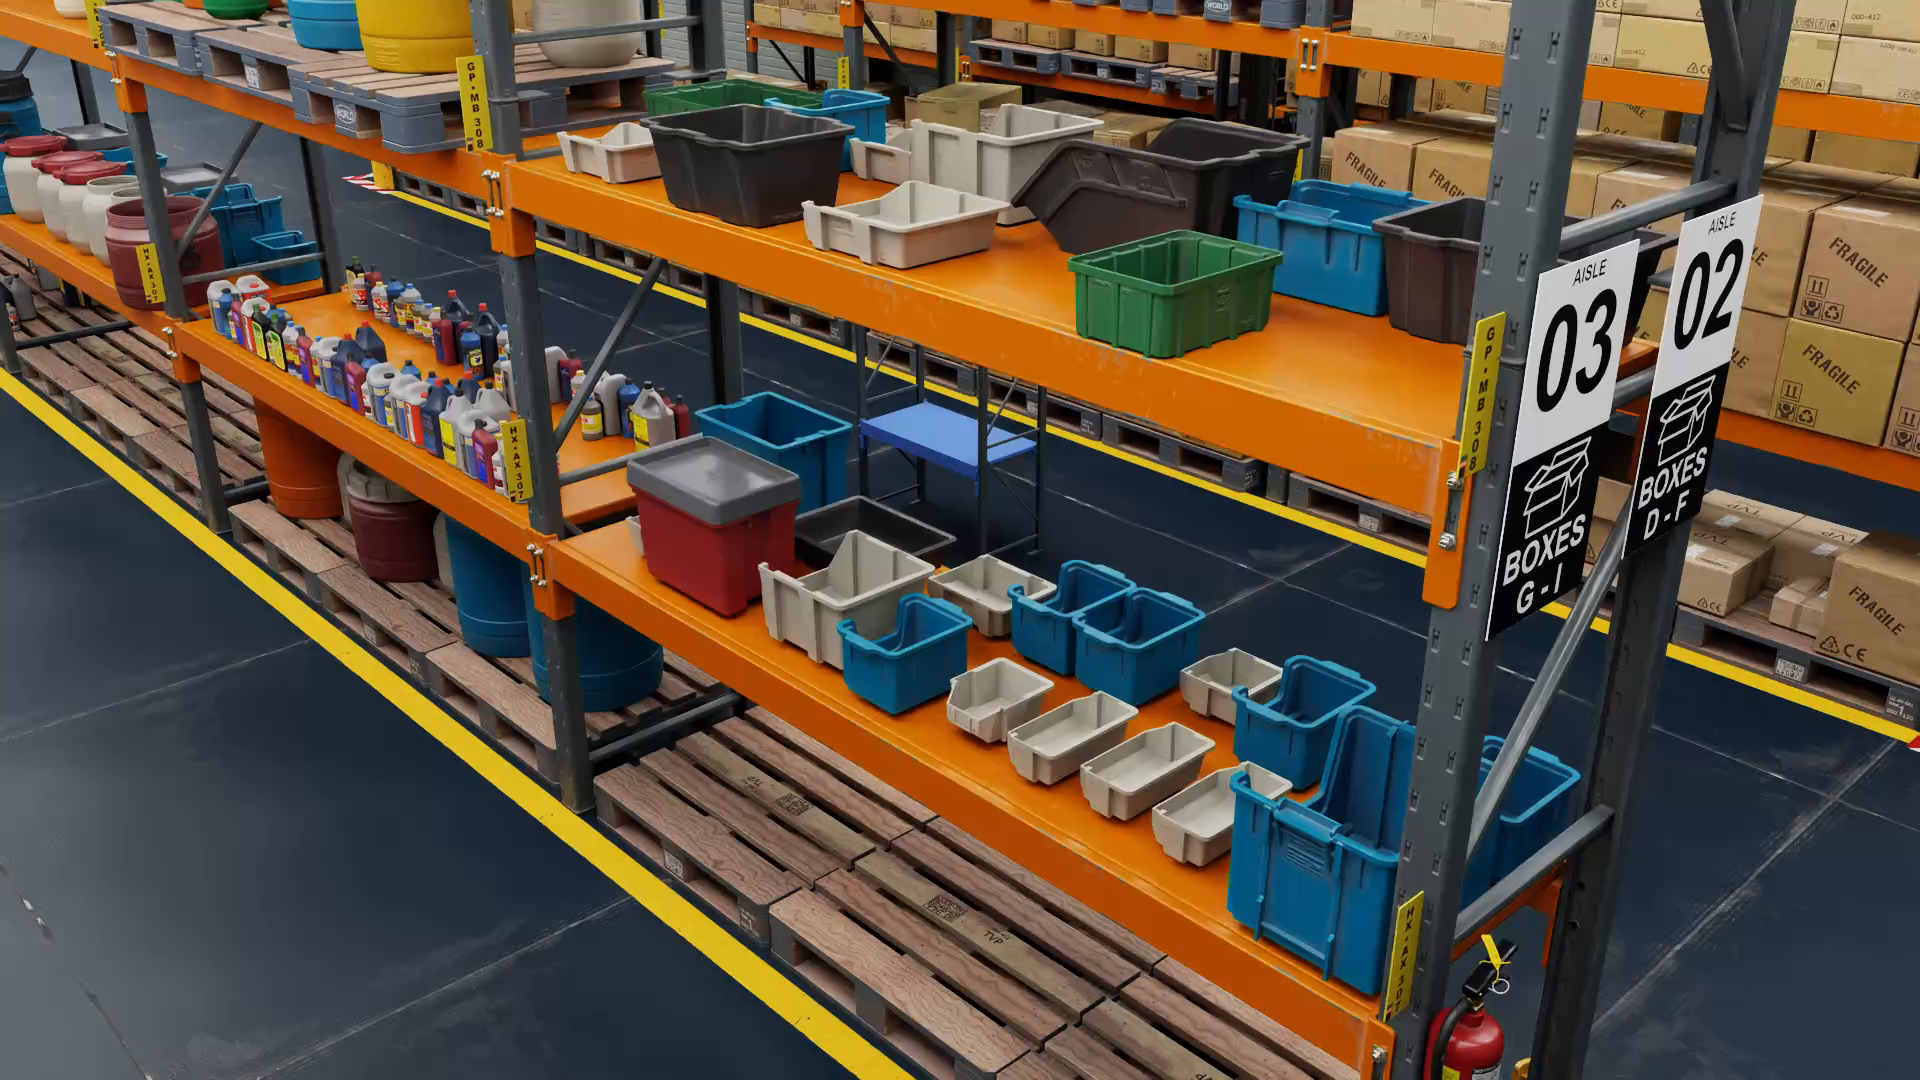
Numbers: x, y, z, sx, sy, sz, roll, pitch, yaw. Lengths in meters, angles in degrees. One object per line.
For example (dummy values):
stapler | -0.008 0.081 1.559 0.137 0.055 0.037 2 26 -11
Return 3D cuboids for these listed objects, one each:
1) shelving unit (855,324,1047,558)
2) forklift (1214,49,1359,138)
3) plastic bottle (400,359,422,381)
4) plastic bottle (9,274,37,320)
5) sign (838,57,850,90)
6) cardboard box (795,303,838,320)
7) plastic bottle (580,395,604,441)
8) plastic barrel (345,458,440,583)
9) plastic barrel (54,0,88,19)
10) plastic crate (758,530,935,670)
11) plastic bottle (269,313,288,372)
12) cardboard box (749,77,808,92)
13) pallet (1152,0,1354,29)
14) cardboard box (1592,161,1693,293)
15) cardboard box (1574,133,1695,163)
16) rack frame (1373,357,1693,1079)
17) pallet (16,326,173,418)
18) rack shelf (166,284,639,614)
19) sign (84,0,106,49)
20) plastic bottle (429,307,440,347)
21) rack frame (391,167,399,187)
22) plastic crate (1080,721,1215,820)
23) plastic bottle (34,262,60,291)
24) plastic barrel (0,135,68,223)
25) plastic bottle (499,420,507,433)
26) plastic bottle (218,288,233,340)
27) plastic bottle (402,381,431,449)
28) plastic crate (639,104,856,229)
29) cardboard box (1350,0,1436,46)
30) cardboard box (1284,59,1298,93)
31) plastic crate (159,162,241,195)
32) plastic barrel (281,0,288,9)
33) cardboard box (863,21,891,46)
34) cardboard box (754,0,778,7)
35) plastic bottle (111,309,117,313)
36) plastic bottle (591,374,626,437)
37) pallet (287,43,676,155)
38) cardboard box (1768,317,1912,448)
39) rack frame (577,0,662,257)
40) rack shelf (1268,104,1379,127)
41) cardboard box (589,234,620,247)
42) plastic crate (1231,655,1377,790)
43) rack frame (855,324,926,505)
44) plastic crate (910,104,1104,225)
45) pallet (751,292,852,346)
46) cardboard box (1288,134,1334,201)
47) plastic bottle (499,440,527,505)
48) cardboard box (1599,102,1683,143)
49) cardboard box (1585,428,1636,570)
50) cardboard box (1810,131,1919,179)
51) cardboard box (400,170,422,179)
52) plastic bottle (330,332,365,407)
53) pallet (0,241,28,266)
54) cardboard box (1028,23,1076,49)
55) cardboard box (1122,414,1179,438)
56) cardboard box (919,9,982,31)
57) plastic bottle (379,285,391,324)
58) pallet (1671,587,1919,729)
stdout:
shelving unit | -0.058 -0.708 9.495 0.538 1.500 1.048 -21 32 -38
forklift | 2.501 -3.336 13.531 1.130 2.935 3.031 -5 25 -11
plastic bottle | -2.593 -0.721 7.872 0.097 0.271 0.097 0 25 0
plastic bottle | -7.335 -1.910 12.983 0.144 0.351 0.185 -21 32 -38
sign | -0.840 -3.321 12.020 0.100 0.325 0.005 -21 32 -38
cardboard box | -0.975 -1.983 13.289 0.500 0.250 0.500 -20 31 -37
plastic bottle | -1.688 -0.564 7.612 0.097 0.201 0.097 0 25 0
plastic barrel | -2.937 -0.157 8.879 0.600 0.588 0.708 -21 32 -38
plastic barrel | -5.095 -3.169 9.636 0.301 0.262 0.301 0 25 0
plastic crate | -0.412 0.205 5.757 0.437 0.282 0.530 -21 32 -38
plastic bottle | -3.463 -1.009 8.488 0.061 0.283 0.133 -21 32 -38
cardboard box | -1.596 -3.502 13.691 0.500 0.500 0.500 22 32 39
pallet | 1.903 -3.237 9.845 1.213 0.211 1.003 -21 32 -38
cardboard box | 3.471 -1.550 8.209 0.500 0.500 0.500 -20 31 -37
cardboard box | 3.528 -1.854 8.875 0.500 0.500 0.500 -21 32 -38
rack frame | 1.413 0.875 4.217 1.000 3.000 0.127 -21 32 -38
pallet | -6.224 -1.265 12.268 1.003 0.211 1.213 -21 32 -38
rack shelf | -2.688 -0.615 8.351 1.077 0.370 4.000 -21 32 -38
sign | -4.452 -2.707 8.583 0.100 0.325 0.005 -21 32 -38
plastic bottle | -2.778 -1.140 8.874 0.097 0.201 0.097 0 25 0
rack frame | -5.905 -5.376 17.921 1.000 3.000 0.127 -21 32 -38
plastic crate | 0.536 0.680 4.890 0.396 0.136 0.243 -21 32 -38
plastic bottle | -7.549 -2.220 13.754 0.152 0.276 0.135 -21 32 -38
plastic barrel | -6.295 -2.470 11.387 0.433 0.535 0.433 0 25 0
plastic bottle | -1.998 -0.426 7.308 0.097 0.201 0.097 0 25 0
plastic bottle | -3.936 -1.224 8.975 0.097 0.271 0.097 0 25 0
plastic bottle | -2.421 -0.571 7.538 0.152 0.276 0.135 -21 32 -38
plastic crate | -0.672 -1.188 5.283 0.497 0.269 0.590 -21 32 -38
cardboard box | 2.449 -2.820 8.883 0.500 0.250 0.500 -21 32 -38
cardboard box | 3.322 -4.329 15.123 0.500 0.500 0.500 -20 31 -37
plastic crate | -4.936 -2.154 10.780 0.402 0.464 0.583 -21 32 -38
plastic barrel | -3.215 -2.758 8.228 0.301 0.262 0.301 0 25 0
cardboard box | -0.792 -5.871 19.161 0.500 0.250 0.500 -21 32 -39
cardboard box | -2.185 -6.835 20.371 0.500 0.500 0.500 -21 32 -38
plastic bottle | -6.687 -1.940 13.146 0.097 0.271 0.097 0 25 0
plastic bottle | -1.610 -0.639 7.687 0.152 0.276 0.135 -21 32 -38
pallet | -1.928 -1.825 6.750 1.213 0.211 1.003 -21 32 -38
cardboard box | 4.169 -0.789 7.745 0.500 0.500 0.500 -21 32 -38
rack frame | -3.171 -4.164 15.264 1.000 3.000 0.127 -21 32 -38
rack shelf | 4.543 -3.426 14.512 1.077 0.370 4.000 -21 32 -38
cardboard box | -3.076 -2.912 15.326 0.500 0.250 0.500 -22 33 -40
plastic crate | 1.034 0.556 5.046 0.416 0.233 0.300 -21 32 -38
rack frame | -0.406 -0.862 9.833 0.500 1.500 0.032 -21 32 -38
plastic crate | 0.123 -1.195 5.283 0.437 0.282 0.530 -21 32 -38
pallet | -0.971 -1.944 13.758 1.003 0.211 1.213 -21 32 -38
cardboard box | 2.137 -2.184 10.297 0.500 0.500 0.700 12 27 25
plastic bottle | -1.827 -0.308 6.960 0.152 0.276 0.135 -21 32 -38
cardboard box | 5.411 -3.405 13.098 0.500 0.500 0.500 -22 32 -39
cardboard box | 3.585 -0.237 9.134 0.797 0.503 0.637 -21 32 -38
cardboard box | 6.764 -2.892 12.114 0.980 0.700 0.700 -22 33 -40
cardboard box | -5.701 -4.091 17.910 0.500 0.250 0.500 -21 32 -38
plastic bottle | -2.941 -0.834 8.023 0.144 0.351 0.185 -21 32 -38
pallet | -8.886 -2.446 14.858 1.003 0.211 1.213 -21 32 -38
cardboard box | 1.142 -5.481 17.501 0.700 0.500 0.500 -17 30 -33
cardboard box | 1.419 -1.024 10.862 0.500 0.500 0.500 -21 32 -38
cardboard box | -0.106 -5.908 18.340 0.500 0.500 0.500 -21 32 -39
plastic bottle | -3.178 -1.317 9.262 0.097 0.201 0.097 0 25 0
pallet | 4.433 0.476 8.453 1.003 0.211 1.213 -21 32 -38
